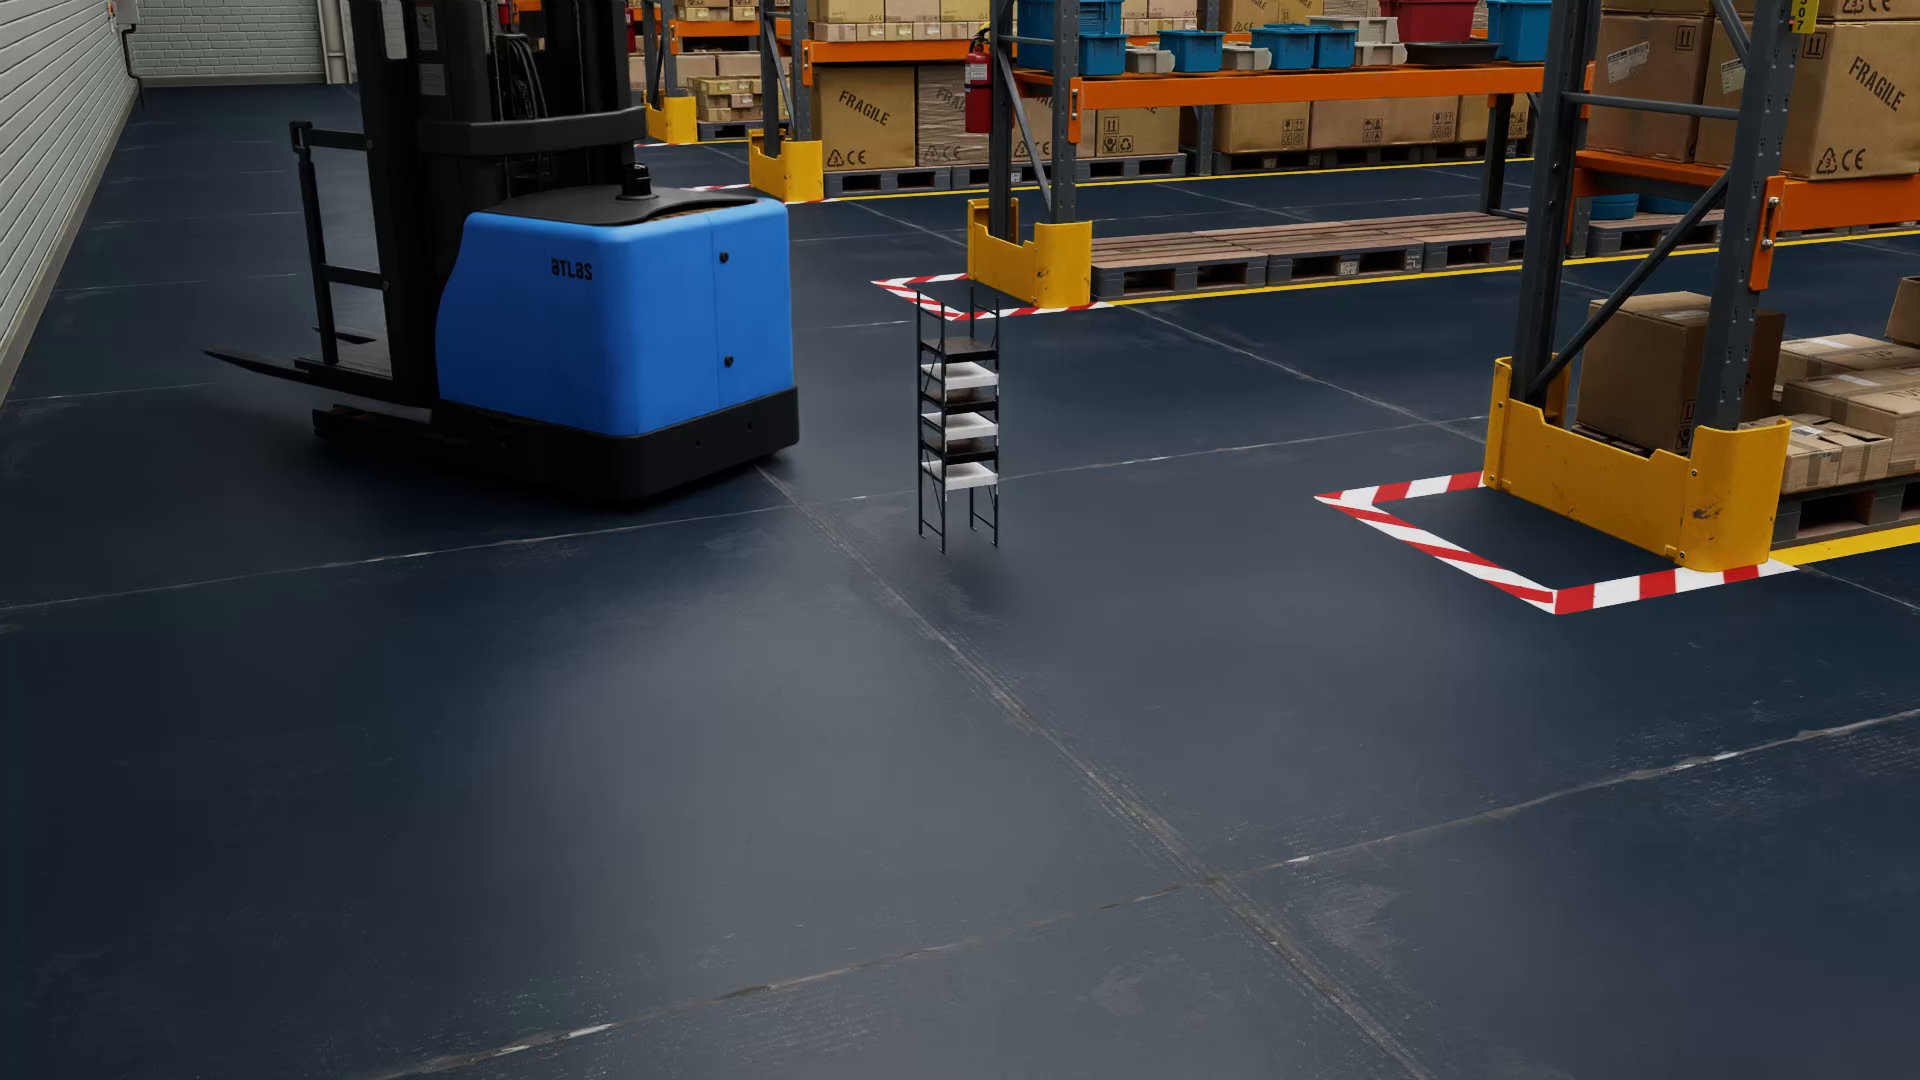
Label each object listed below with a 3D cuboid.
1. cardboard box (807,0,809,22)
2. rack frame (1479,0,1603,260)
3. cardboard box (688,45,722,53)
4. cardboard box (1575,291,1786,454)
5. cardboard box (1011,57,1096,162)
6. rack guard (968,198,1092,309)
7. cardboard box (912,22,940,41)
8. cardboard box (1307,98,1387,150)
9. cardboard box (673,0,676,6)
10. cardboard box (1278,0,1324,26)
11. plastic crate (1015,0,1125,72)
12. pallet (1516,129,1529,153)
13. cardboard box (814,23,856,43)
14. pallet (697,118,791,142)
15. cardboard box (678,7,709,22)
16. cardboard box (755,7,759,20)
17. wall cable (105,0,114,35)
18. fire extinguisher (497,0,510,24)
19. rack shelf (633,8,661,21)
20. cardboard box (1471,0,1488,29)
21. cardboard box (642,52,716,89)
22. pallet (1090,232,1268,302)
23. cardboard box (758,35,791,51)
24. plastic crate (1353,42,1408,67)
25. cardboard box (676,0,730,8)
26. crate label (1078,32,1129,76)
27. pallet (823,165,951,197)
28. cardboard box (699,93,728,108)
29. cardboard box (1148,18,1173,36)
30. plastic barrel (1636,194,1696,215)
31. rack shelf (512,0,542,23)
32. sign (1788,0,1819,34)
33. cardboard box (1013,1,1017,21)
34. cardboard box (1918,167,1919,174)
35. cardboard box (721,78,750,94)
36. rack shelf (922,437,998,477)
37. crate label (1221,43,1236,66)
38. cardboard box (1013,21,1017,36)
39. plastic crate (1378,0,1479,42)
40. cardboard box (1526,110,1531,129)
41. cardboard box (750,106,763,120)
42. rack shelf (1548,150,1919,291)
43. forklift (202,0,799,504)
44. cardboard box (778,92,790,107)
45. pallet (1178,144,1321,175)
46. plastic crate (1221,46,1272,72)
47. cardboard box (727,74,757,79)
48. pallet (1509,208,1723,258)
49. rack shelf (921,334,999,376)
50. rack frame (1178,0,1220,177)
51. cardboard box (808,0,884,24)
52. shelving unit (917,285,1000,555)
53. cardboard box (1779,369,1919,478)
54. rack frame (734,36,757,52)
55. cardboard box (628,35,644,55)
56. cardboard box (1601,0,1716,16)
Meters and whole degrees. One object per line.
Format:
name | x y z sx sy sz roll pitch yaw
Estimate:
cardboard box | -1.186 -4.722 14.694 0.500 0.250 0.500 -9 21 -23
rack frame | 4.109 -3.523 11.512 0.127 3.000 1.000 -8 21 -22
cardboard box | -4.448 -8.484 29.017 0.500 0.311 0.500 -7 21 -20
cardboard box | 2.796 -0.661 6.485 0.500 0.500 0.500 -8 21 -22
cardboard box | 0.683 -4.049 15.572 0.875 0.875 0.875 -8 21 -22
rack guard | 0.419 -1.811 10.413 0.348 0.500 1.175 -8 21 -22
cardboard box | -0.360 -4.438 14.488 0.250 0.149 0.380 -8 21 -23
cardboard box | 3.547 -4.438 16.676 0.875 0.875 1.225 -9 21 -24
cardboard box | -3.087 -6.359 18.966 0.500 0.500 0.500 -8 21 -21
cardboard box | 3.129 -5.132 15.930 0.500 0.500 0.500 -8 21 -22
plastic crate | 0.669 -3.143 10.289 0.499 0.435 0.616 -8 21 -22
pallet | 6.538 -4.347 18.050 1.213 0.211 1.003 -8 21 -22
cardboard box | -1.069 -4.335 14.196 0.250 0.149 0.380 -8 21 -21
pallet | -2.568 -4.824 19.406 1.213 0.211 1.003 -8 21 -22
cardboard box | -2.971 -5.858 18.520 0.250 0.149 0.380 -8 21 -22
cardboard box | -2.301 -5.999 18.921 0.250 0.149 0.380 -7 21 -19
wall cable | -10.620 -7.275 20.590 0.123 1.953 0.585 -8 21 -22
fire extinguisher | -7.373 -8.670 26.808 0.183 0.674 0.296 -8 21 -22
rack shelf | -3.615 -7.453 23.757 4.000 0.370 1.077 -8 21 -22
cardboard box | 5.005 -5.403 16.700 0.500 0.500 0.500 -8 21 -22
cardboard box | -4.048 -6.760 23.929 0.875 0.438 0.875 -8 21 -20
pallet | 1.208 -1.779 10.756 1.213 0.211 1.003 -8 21 -22
cardboard box | -3.215 -8.583 29.014 0.500 0.500 0.500 -7 21 -20
plastic crate | 2.629 -3.107 10.635 0.466 0.136 0.293 -8 21 -22
cardboard box | -2.876 -6.196 18.504 0.500 0.500 0.500 -7 21 -19
crate label | 0.793 -2.879 9.843 0.303 0.233 0.416 -8 21 -22
pallet | -0.823 -3.321 15.137 1.213 0.211 1.003 -8 21 -22
cardboard box | -2.815 -5.018 18.969 0.250 0.149 0.380 -7 21 -20
cardboard box | 1.760 -4.741 15.350 0.250 0.149 0.380 -8 21 -21
plastic barrel | 5.265 -2.891 12.244 0.708 0.901 0.600 -8 21 -22
rack shelf | -5.585 -8.967 28.055 4.000 0.370 1.077 -8 21 -22
sign | 2.609 -1.729 5.113 0.005 0.325 0.100 -8 21 -22
cardboard box | 0.436 -4.764 14.813 0.500 0.250 0.500 -9 21 -23
cardboard box | 3.378 -1.581 5.845 0.500 0.500 0.500 -8 21 -22
cardboard box | -2.577 -5.206 19.055 0.250 0.149 0.380 -8 21 -21
rack shelf | -0.007 -0.307 5.911 0.200 0.077 0.258 -8 21 -22
crate label | 1.631 -3.141 10.734 0.243 0.136 0.396 -8 21 -22
cardboard box | 0.342 -4.538 14.772 0.250 0.149 0.380 -9 21 -23
plastic crate | 3.189 -3.541 11.376 0.583 0.464 0.402 -8 21 -22
cardboard box | 6.427 -4.683 17.906 0.500 0.500 0.700 -9 21 -25
cardboard box | -2.357 -4.952 19.231 0.250 0.149 0.380 -8 21 -21
rack shelf | 4.231 -1.410 6.593 4.000 0.370 1.077 -8 21 -22
forklift | -2.177 -1.883 6.956 3.031 2.935 1.130 13 23 32
cardboard box | -2.073 -5.096 19.192 0.250 0.149 0.380 -7 21 -20
pallet | 2.825 -3.843 16.619 1.213 0.211 1.003 -8 21 -22
plastic crate | 1.743 -2.939 10.161 0.298 0.136 0.250 -8 21 -22
cardboard box | -2.571 -5.403 19.614 0.250 0.149 0.380 -9 21 -23
pallet | 4.834 -2.297 12.228 1.213 0.211 1.003 -8 21 -22
rack shelf | -0.007 -0.647 5.791 0.200 0.077 0.258 -8 21 -22
rack frame | 2.147 -5.034 15.802 0.127 3.000 1.000 -8 21 -22
cardboard box | -0.978 -4.558 14.229 0.500 0.250 0.500 -9 21 -23
shelving unit | -0.007 -0.423 5.870 0.210 0.900 0.258 -8 21 -22
cardboard box | 3.465 -0.448 6.254 0.500 0.250 0.500 -8 21 -22
rack frame | -3.748 -9.569 28.683 0.127 3.000 1.000 -8 21 -22
cardboard box | -5.496 -8.253 28.077 0.500 0.500 0.500 -8 21 -21
cardboard box | 2.694 -2.147 5.948 0.500 0.500 0.500 -8 21 -22
